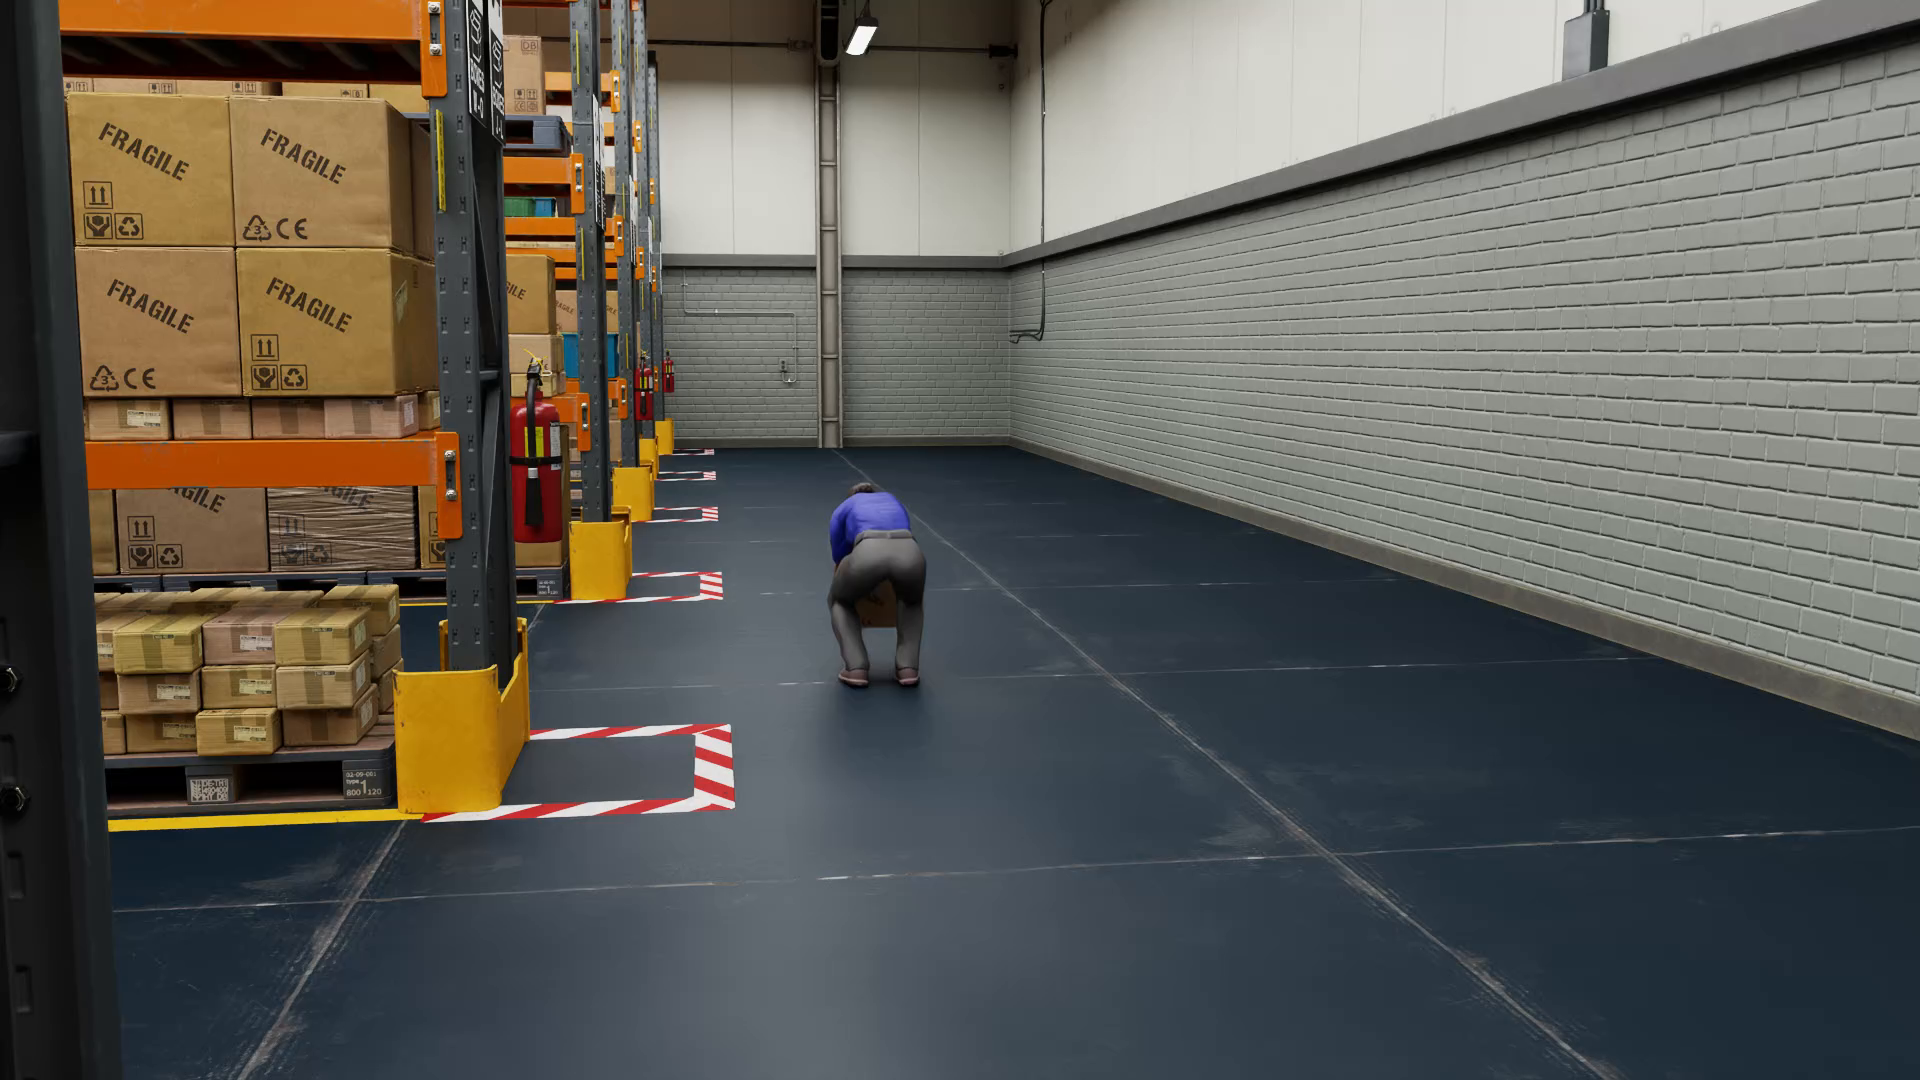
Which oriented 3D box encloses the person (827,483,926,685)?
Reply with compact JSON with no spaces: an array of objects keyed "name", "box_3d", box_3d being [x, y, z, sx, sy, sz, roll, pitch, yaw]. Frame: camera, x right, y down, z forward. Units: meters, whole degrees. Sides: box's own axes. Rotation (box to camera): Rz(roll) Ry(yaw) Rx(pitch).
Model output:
[{"name":"person","box_3d":[-0.416,0.209,8.175,0.472,0.946,0.857,-1,7,-11]}]
